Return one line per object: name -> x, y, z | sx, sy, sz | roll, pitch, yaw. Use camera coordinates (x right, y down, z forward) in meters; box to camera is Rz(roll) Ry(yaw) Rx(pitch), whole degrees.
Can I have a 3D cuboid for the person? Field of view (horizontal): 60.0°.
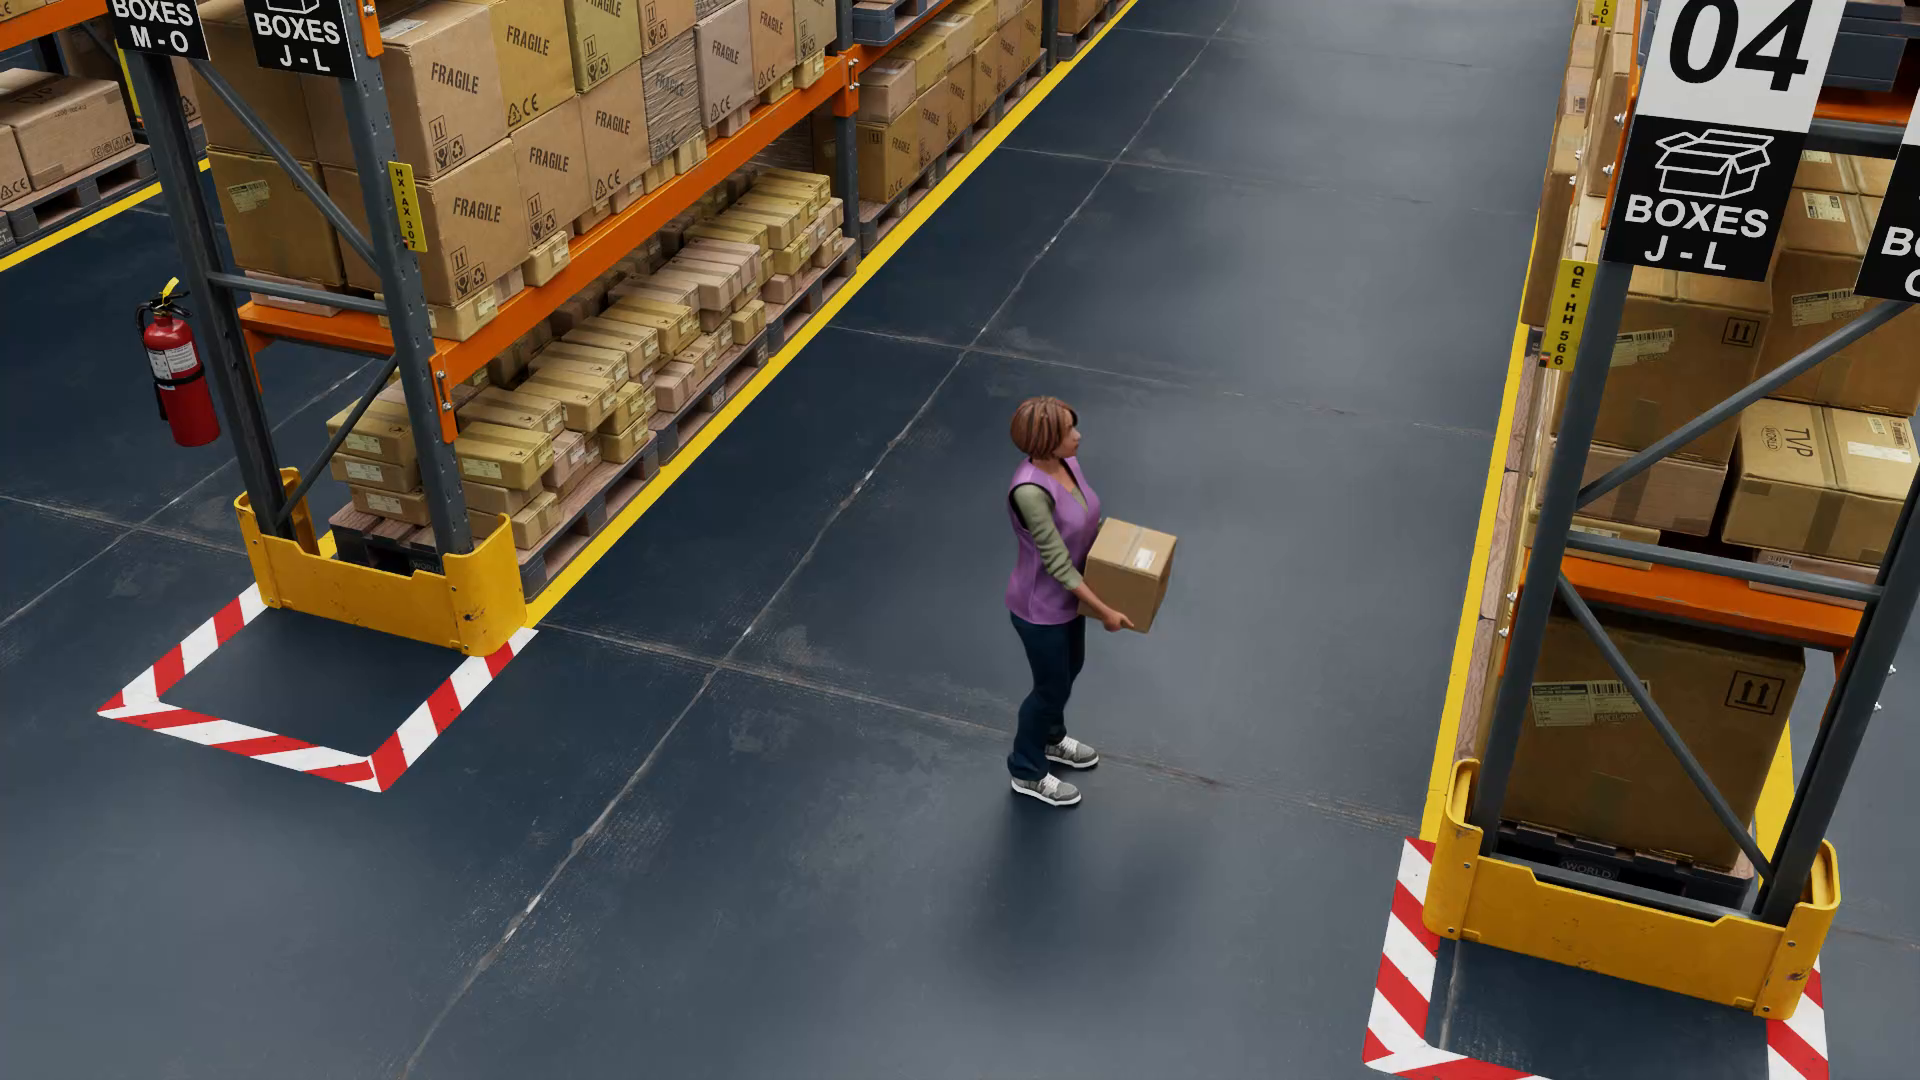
person -> 0.402, 0.229, 5.811 | 0.490, 1.589, 0.408 | 11, 35, 16
